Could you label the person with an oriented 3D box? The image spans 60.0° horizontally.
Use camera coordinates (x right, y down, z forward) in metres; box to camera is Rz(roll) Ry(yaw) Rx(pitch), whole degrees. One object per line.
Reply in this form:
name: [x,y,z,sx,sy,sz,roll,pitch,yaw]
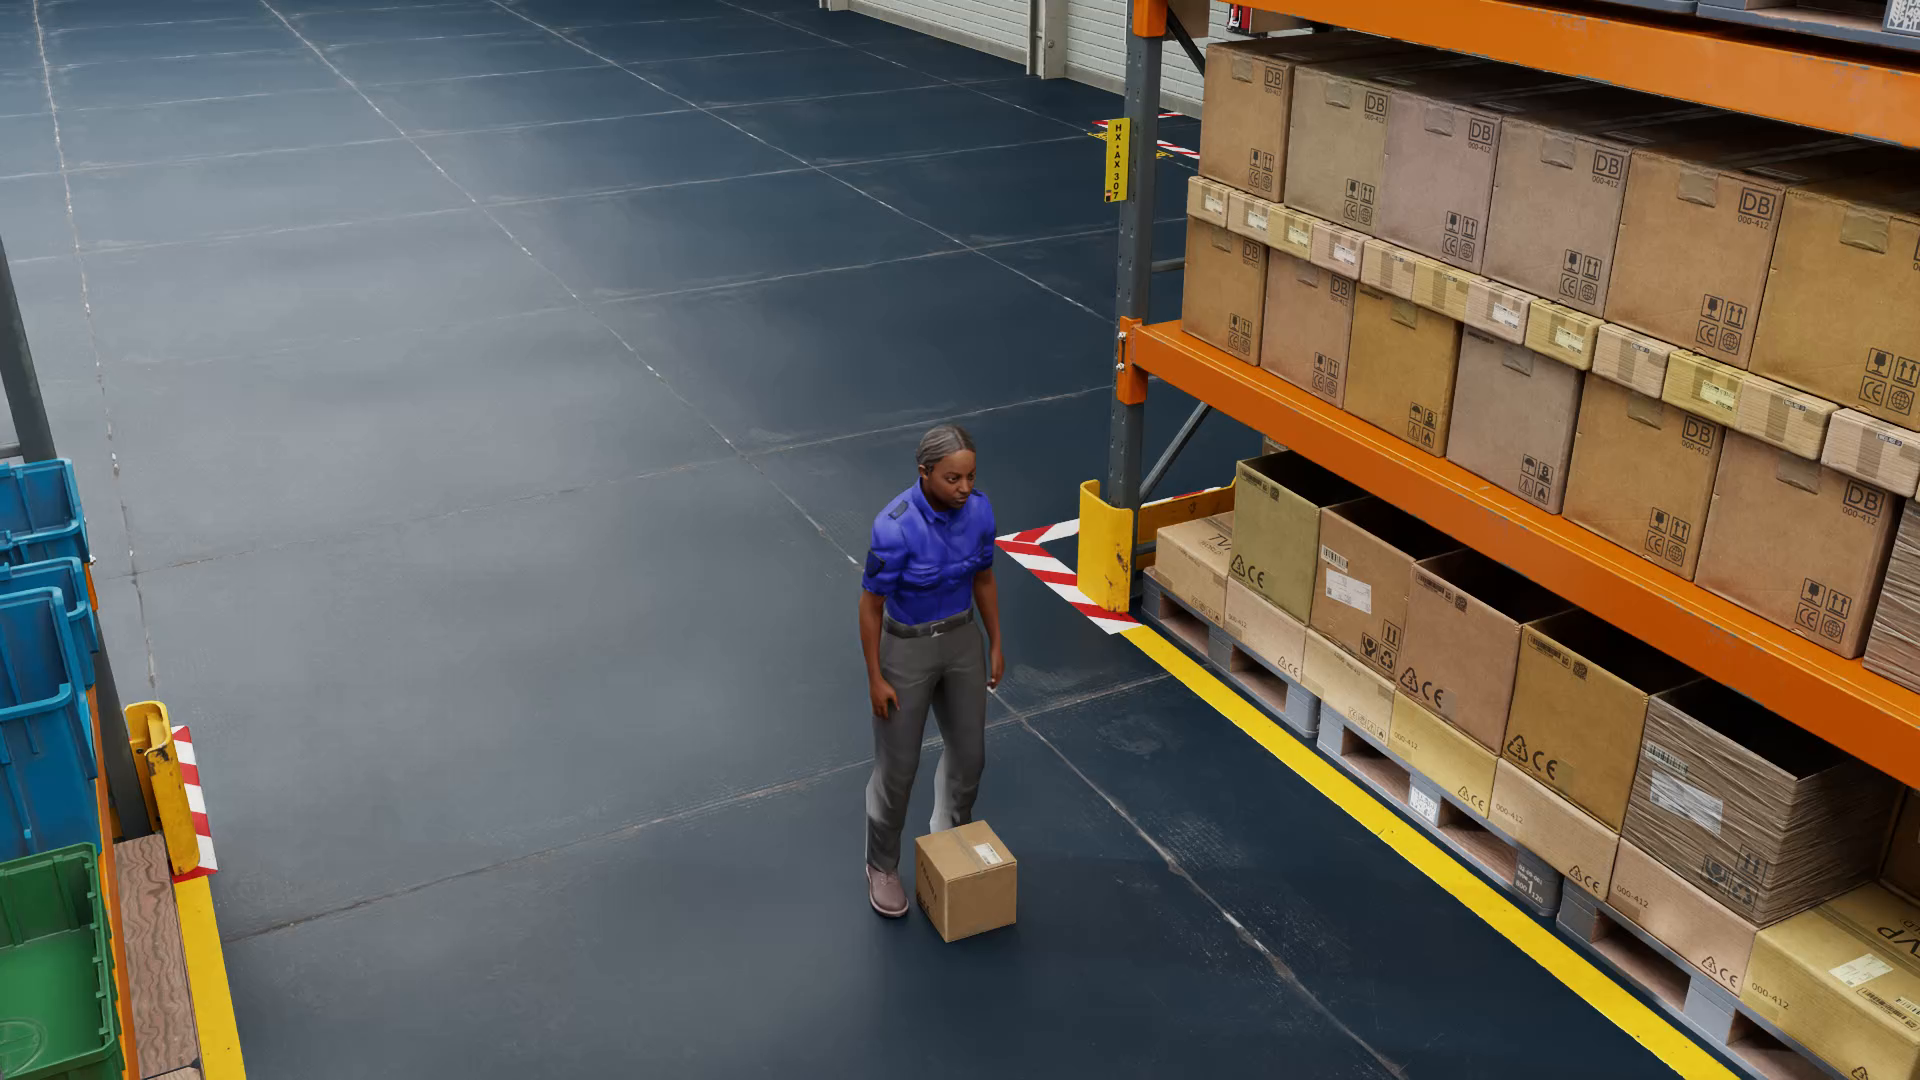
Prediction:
person: [-0.095,0.389,5.306,0.532,1.656,0.346,-15,29,-28]
